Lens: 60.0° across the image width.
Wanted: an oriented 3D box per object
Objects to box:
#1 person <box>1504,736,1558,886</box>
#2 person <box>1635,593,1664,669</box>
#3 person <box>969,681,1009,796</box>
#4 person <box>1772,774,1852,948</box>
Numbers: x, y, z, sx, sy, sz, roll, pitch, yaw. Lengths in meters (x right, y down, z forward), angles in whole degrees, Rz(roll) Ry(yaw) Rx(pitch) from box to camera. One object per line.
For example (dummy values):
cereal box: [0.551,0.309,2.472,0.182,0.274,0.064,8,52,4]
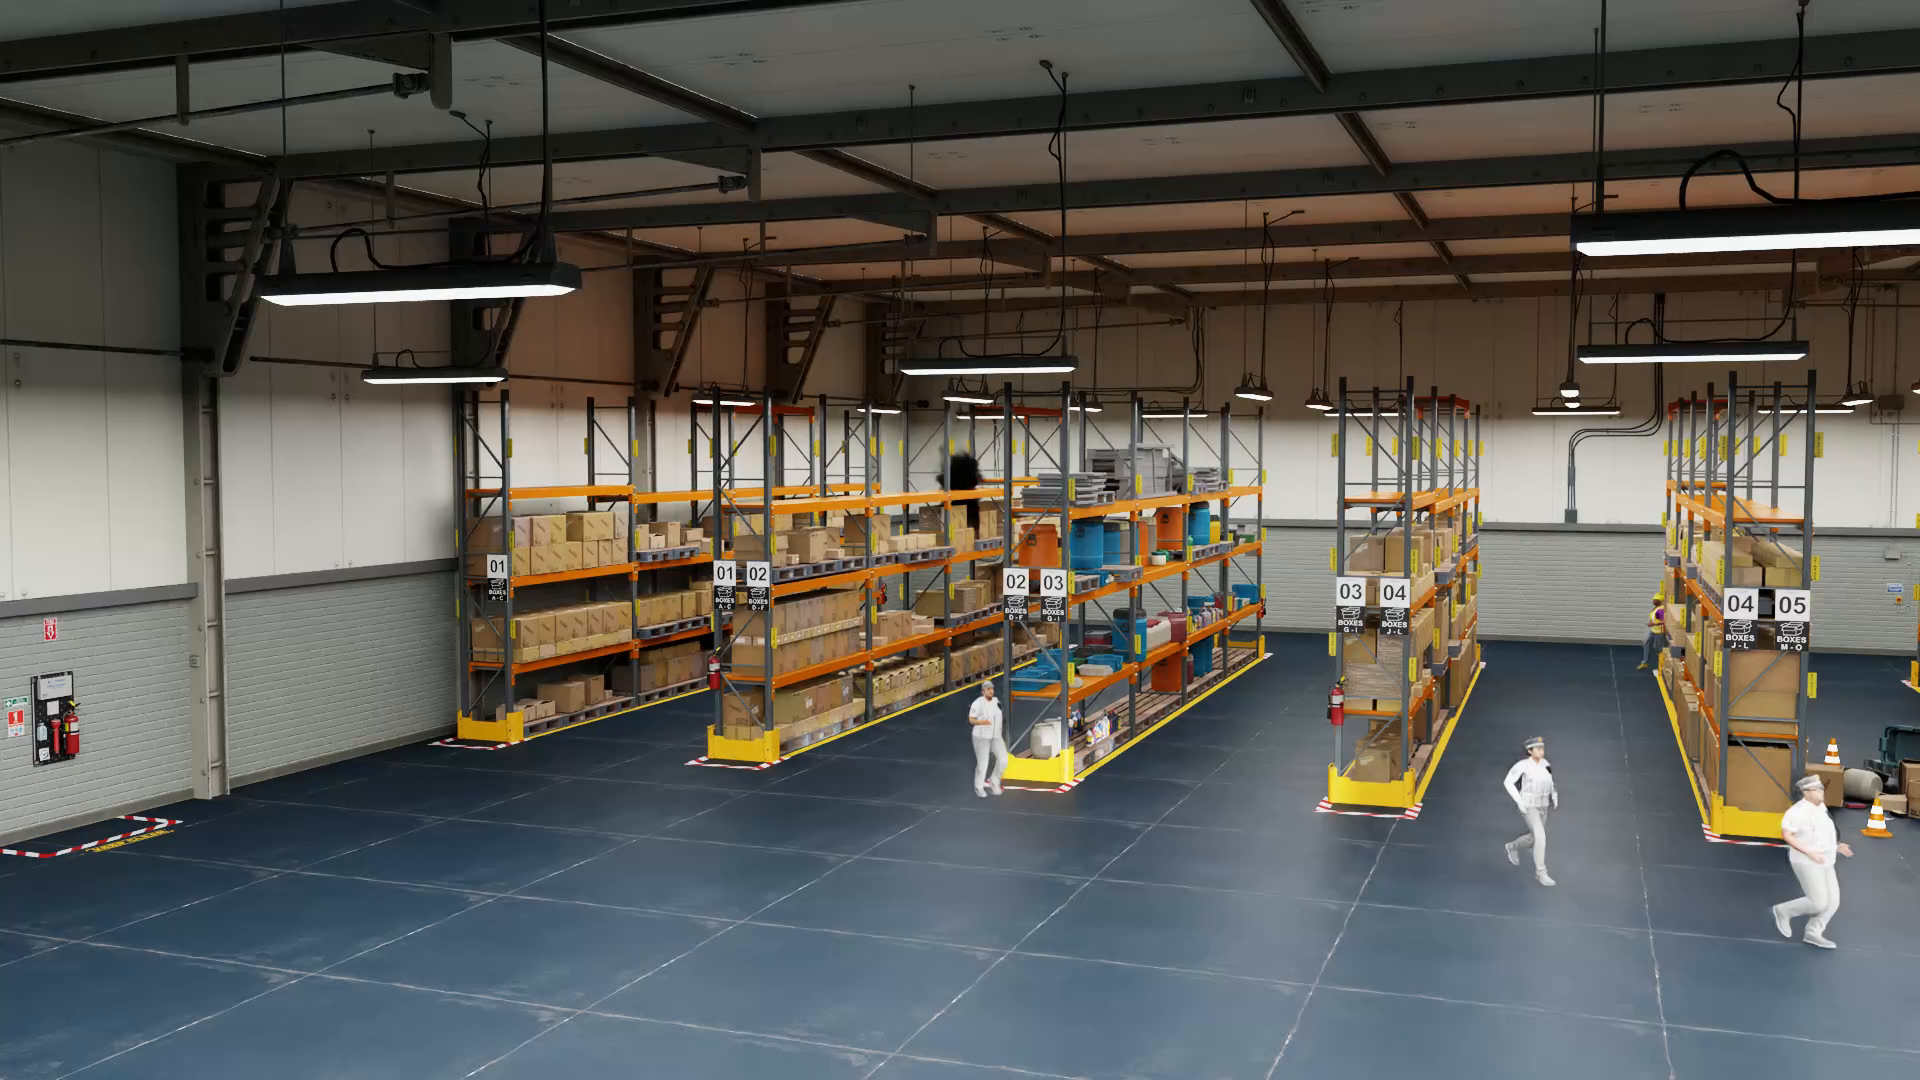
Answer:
person: [6.642,3.110,19.366,0.632,1.689,0.819,-2,4,-27]
person: [15.781,2.077,37.517,0.907,1.759,0.737,1,3,9]
person: [0.435,2.871,23.936,0.619,1.685,0.577,-2,4,-29]
person: [8.567,3.209,16.734,0.661,1.731,0.627,-2,4,-34]
